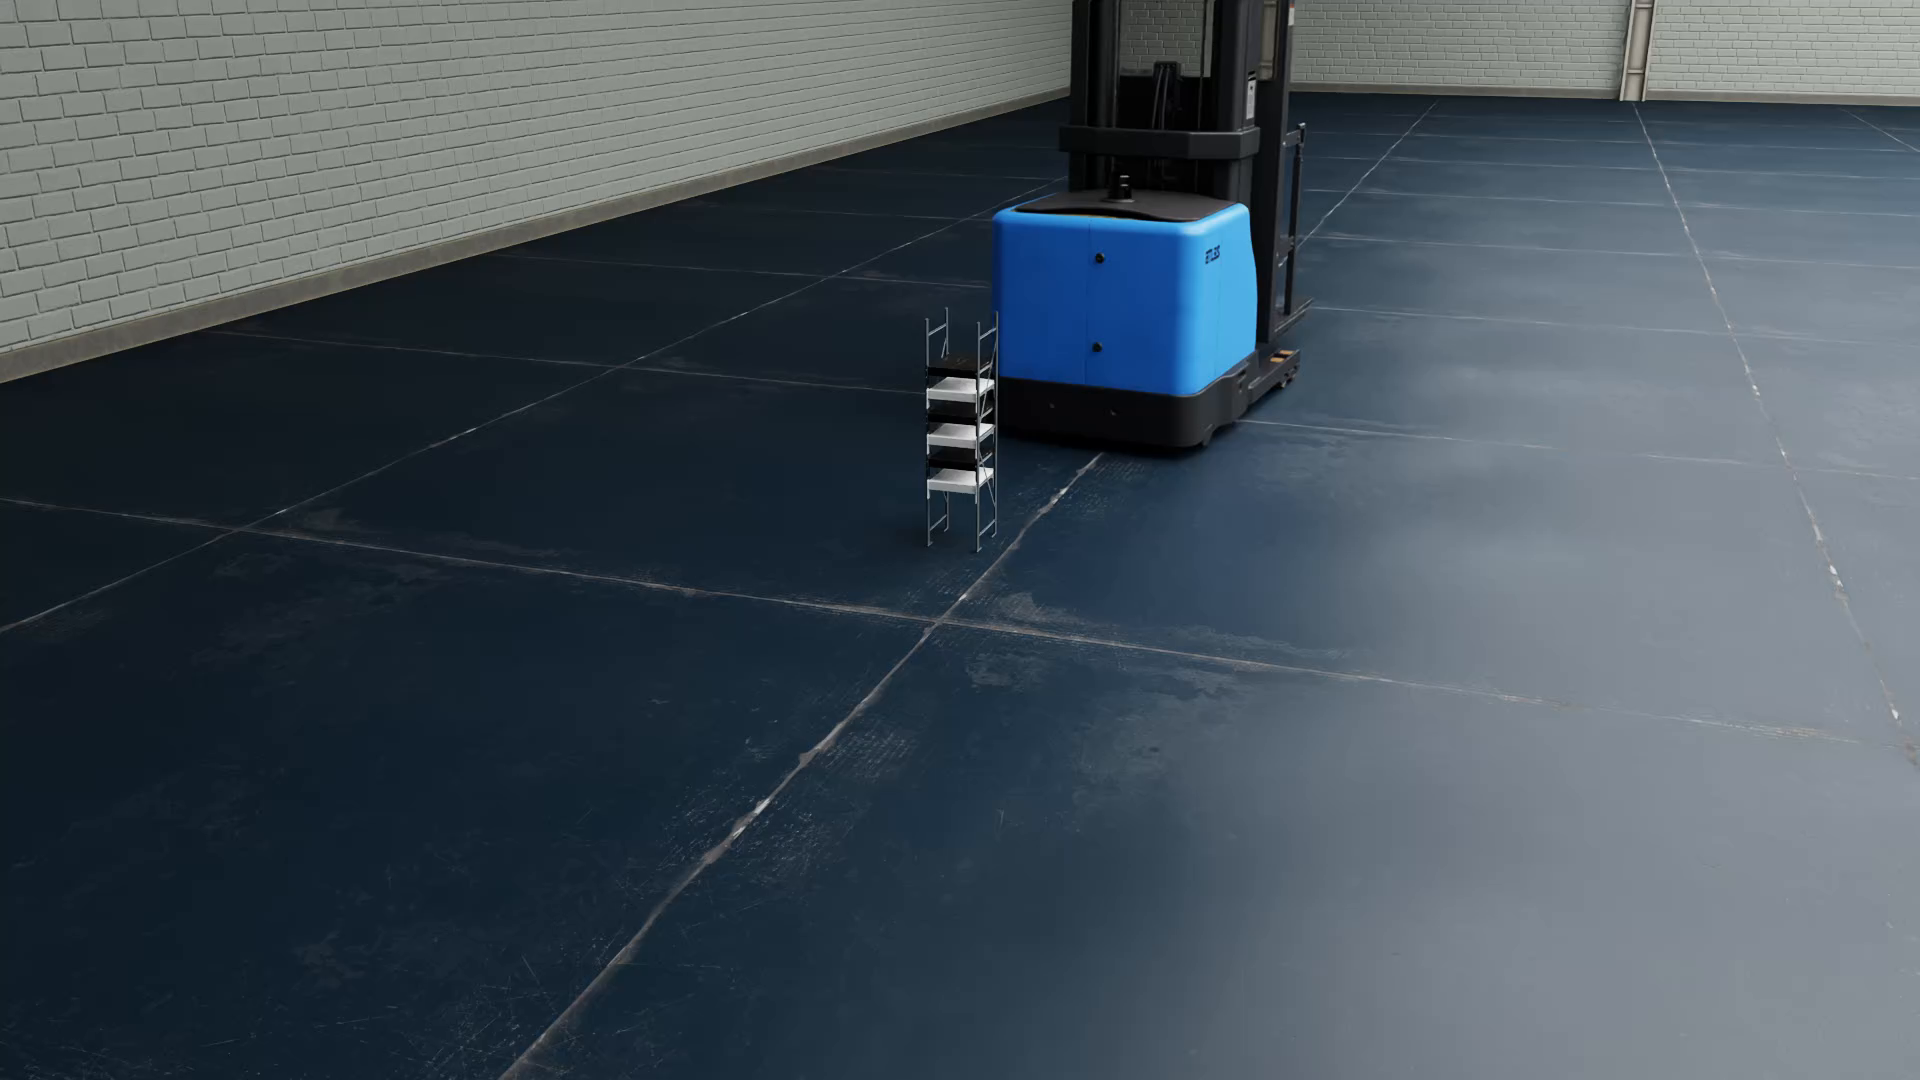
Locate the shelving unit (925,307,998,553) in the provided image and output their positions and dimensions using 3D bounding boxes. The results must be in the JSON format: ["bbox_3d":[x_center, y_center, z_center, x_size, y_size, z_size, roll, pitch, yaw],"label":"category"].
[{"bbox_3d":[0.008,-0.424,6.426,0.210,0.900,0.258,7,20,18],"label":"shelving unit"}]

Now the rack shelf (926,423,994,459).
[{"bbox_3d":[0.008,-0.393,6.437,0.200,0.077,0.258,7,20,18],"label":"rack shelf"}]

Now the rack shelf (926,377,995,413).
[{"bbox_3d":[0.008,-0.563,6.377,0.200,0.077,0.258,7,20,18],"label":"rack shelf"}]

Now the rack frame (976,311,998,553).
[{"bbox_3d":[0.104,-0.413,6.394,0.006,0.900,0.240,7,20,18],"label":"rack frame"}]

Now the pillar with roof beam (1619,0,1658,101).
[{"bbox_3d":[9.616,-10.134,21.977,0.400,9.000,9.100,7,20,18],"label":"pillar with roof beam"}]

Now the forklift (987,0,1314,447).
[{"bbox_3d":[1.212,-2.250,8.579,1.130,2.935,3.031,9,21,23],"label":"forklift"}]

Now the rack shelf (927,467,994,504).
[{"bbox_3d":[0.008,-0.223,6.496,0.200,0.077,0.258,7,20,18],"label":"rack shelf"}]

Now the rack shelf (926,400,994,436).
[{"bbox_3d":[0.008,-0.478,6.407,0.200,0.077,0.258,7,20,18],"label":"rack shelf"}]

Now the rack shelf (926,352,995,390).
[{"bbox_3d":[0.008,-0.648,6.348,0.200,0.077,0.258,7,20,18],"label":"rack shelf"}]

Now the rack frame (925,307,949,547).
[{"bbox_3d":[-0.088,-0.435,6.457,0.006,0.900,0.240,7,20,18],"label":"rack frame"}]

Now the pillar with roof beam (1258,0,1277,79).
[{"bbox_3d":[3.948,-10.782,23.836,0.400,9.000,9.100,7,20,18],"label":"pillar with roof beam"}]

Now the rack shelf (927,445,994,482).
[{"bbox_3d":[0.008,-0.308,6.466,0.200,0.077,0.258,7,20,18],"label":"rack shelf"}]
